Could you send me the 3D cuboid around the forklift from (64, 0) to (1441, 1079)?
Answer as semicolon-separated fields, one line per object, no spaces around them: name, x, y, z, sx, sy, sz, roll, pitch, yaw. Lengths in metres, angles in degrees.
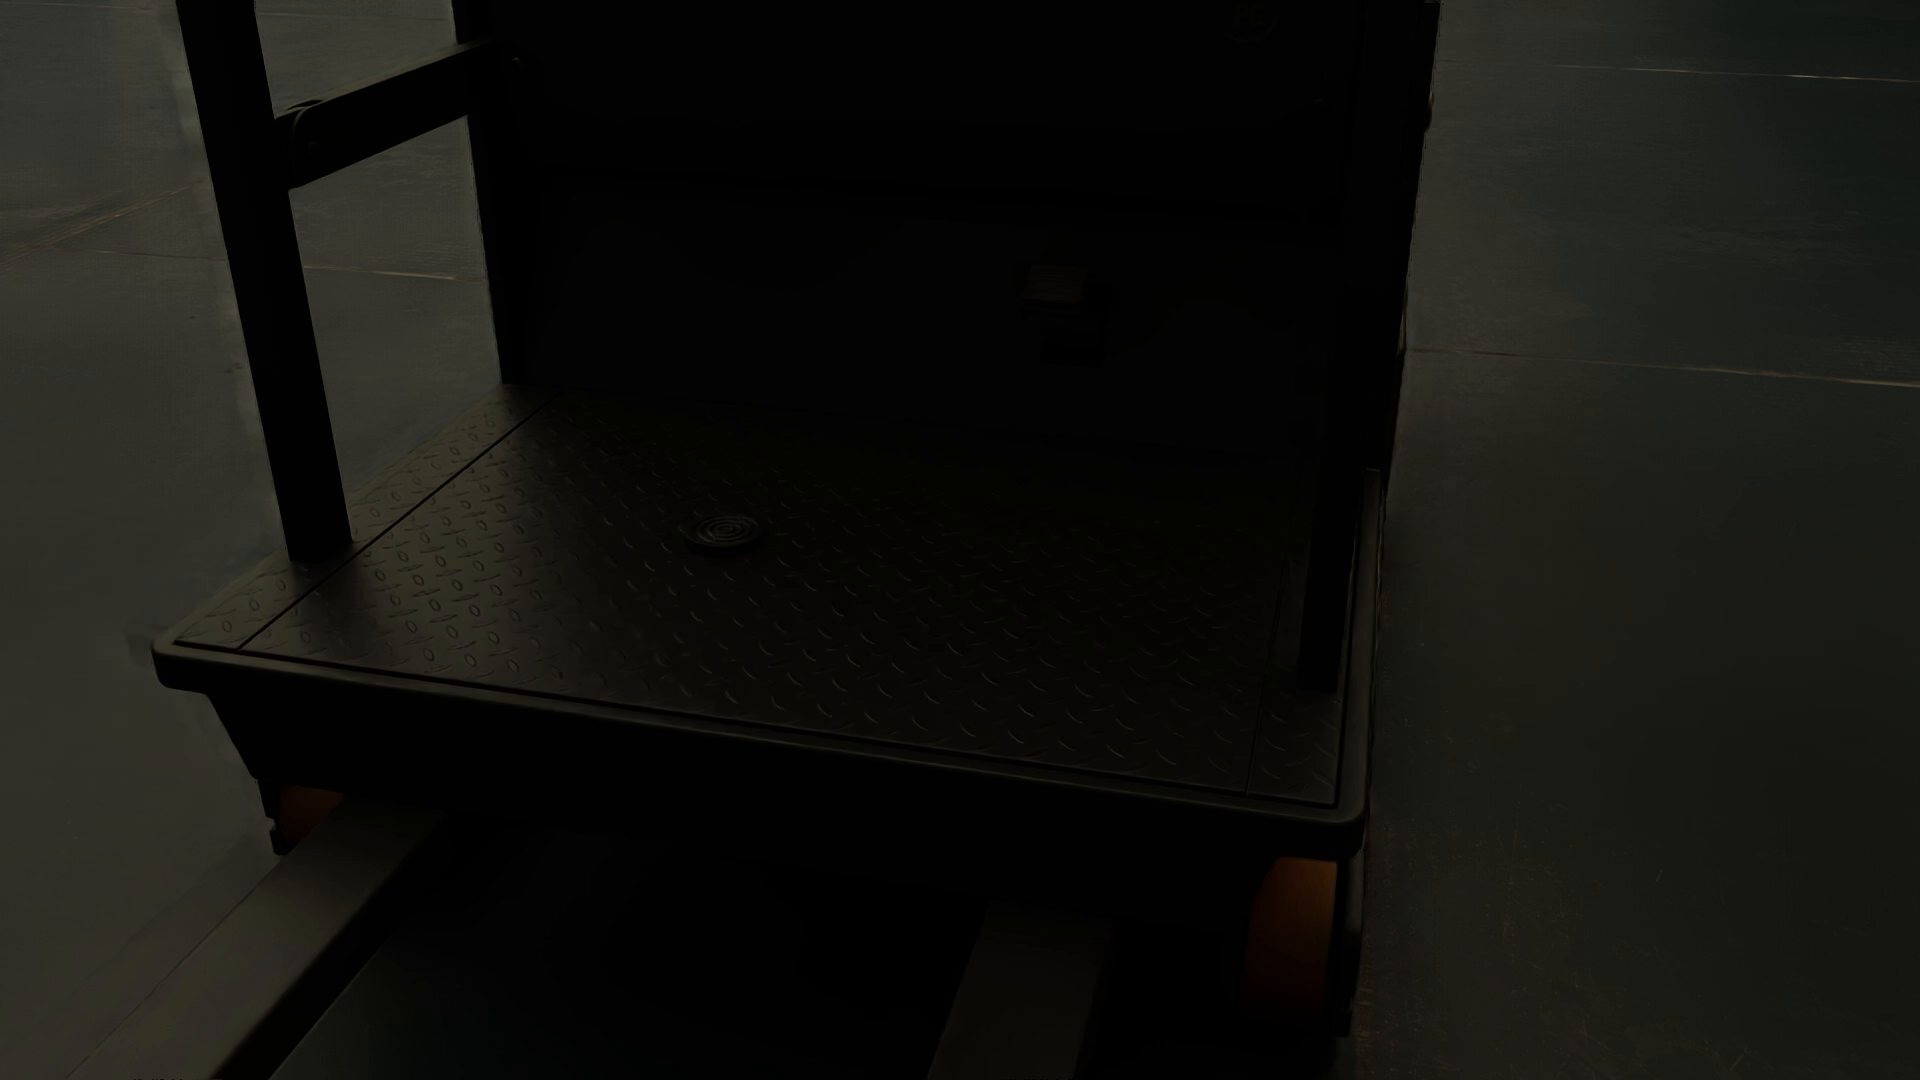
forklift;-0.102;-1.037;1.302;1.130;2.935;3.031;6;27;13
